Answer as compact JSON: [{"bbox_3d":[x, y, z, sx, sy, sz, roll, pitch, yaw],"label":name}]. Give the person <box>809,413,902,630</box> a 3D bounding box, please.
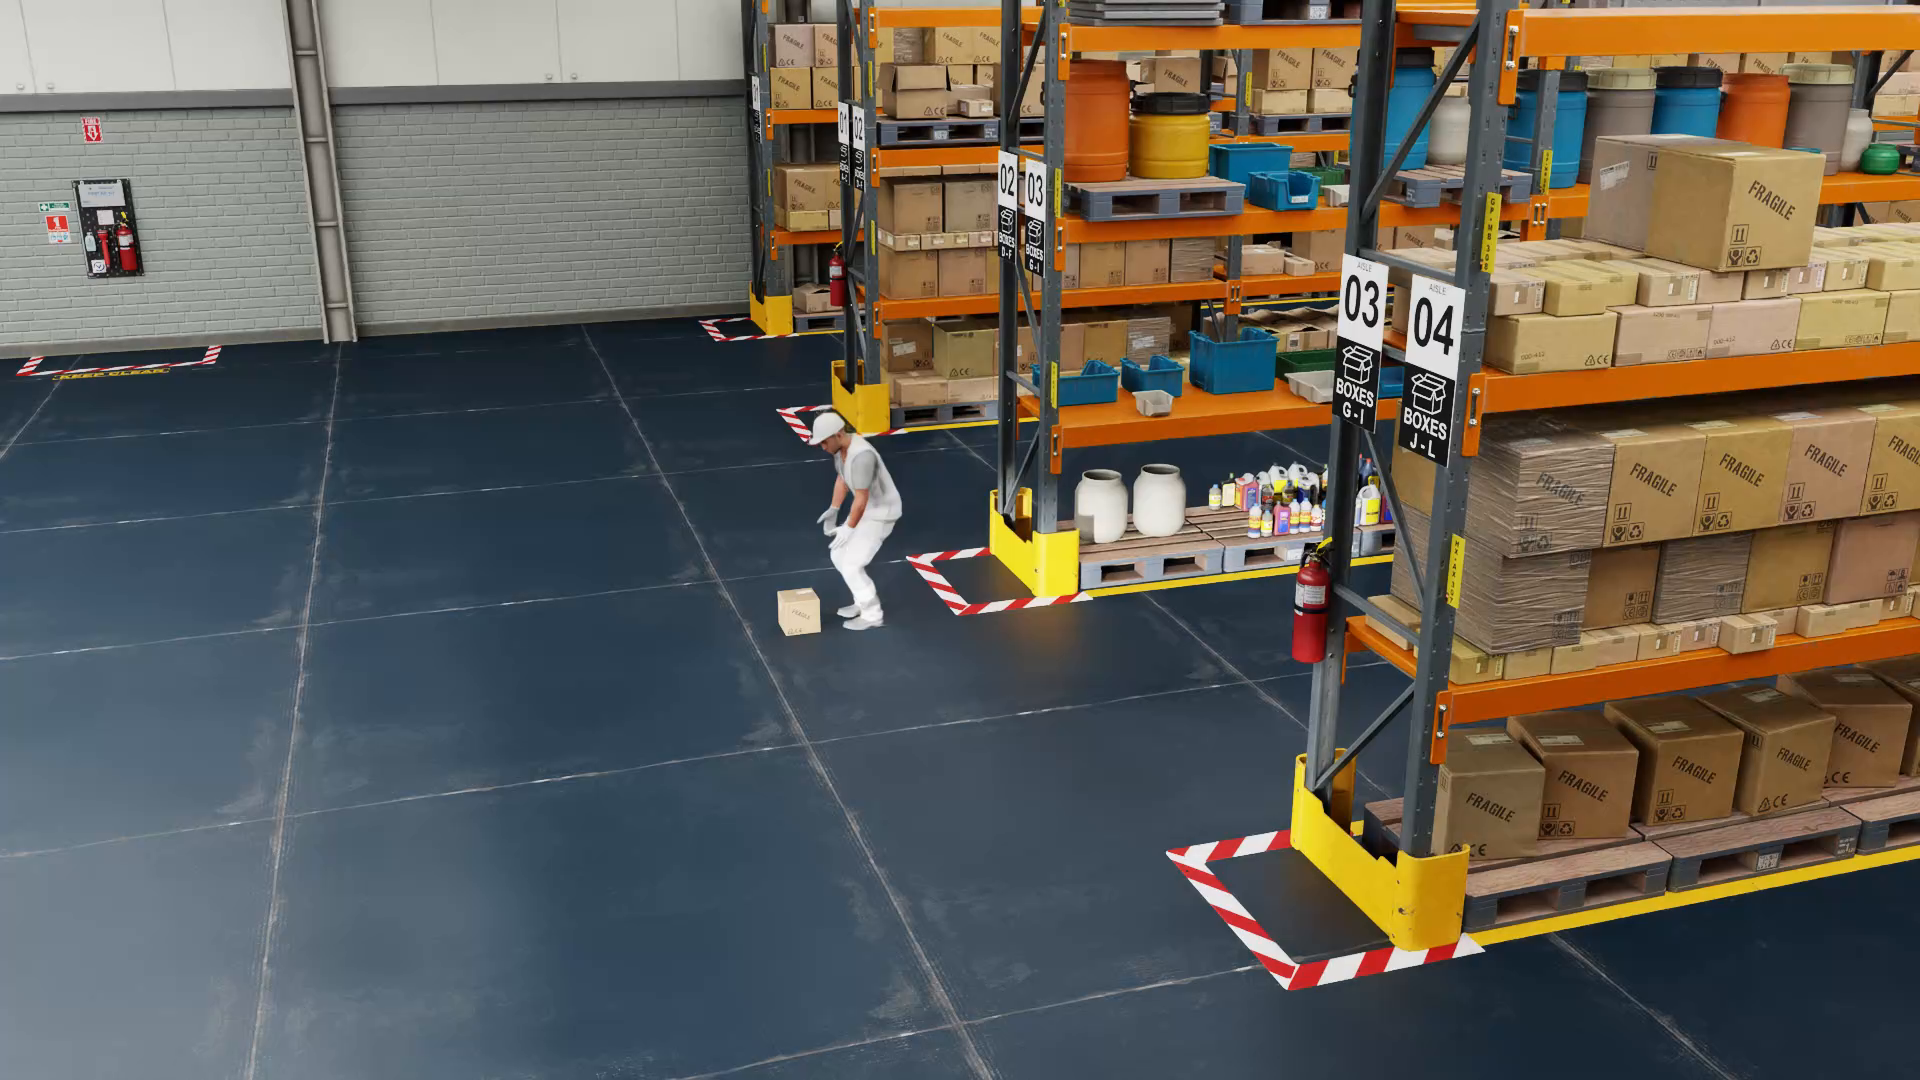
[{"bbox_3d":[-0.733,-0.148,11.781,0.647,1.580,0.575,-6,20,-17],"label":"person"}]
